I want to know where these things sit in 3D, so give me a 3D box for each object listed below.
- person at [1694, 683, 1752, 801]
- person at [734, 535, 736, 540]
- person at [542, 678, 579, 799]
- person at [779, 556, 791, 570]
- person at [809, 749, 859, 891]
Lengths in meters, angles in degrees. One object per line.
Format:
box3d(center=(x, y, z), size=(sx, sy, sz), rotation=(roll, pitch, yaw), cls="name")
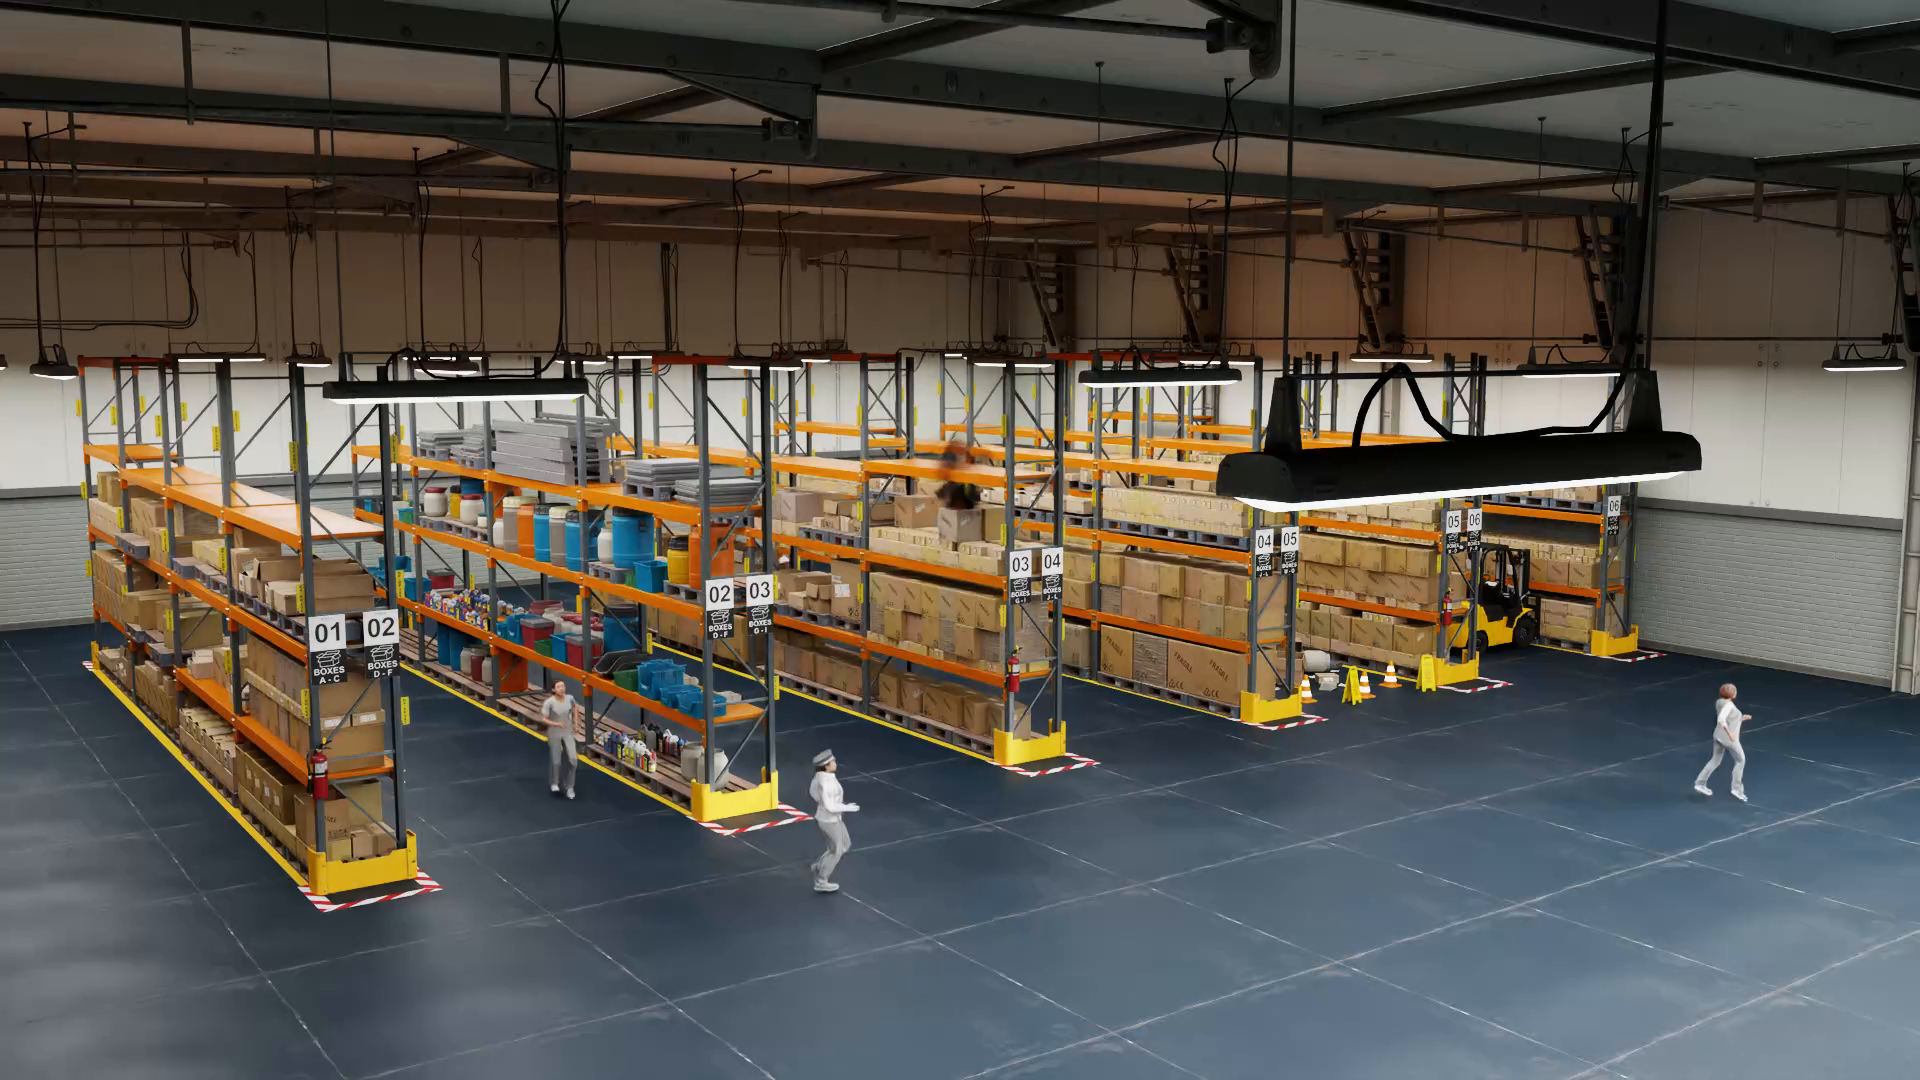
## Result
box3d(center=(10.484, 2.773, 22.801), size=(0.737, 1.643, 0.510), rotation=(-1, 7, -7), cls="person")
box3d(center=(-5.647, 0.705, 40.314), size=(0.663, 1.486, 0.486), rotation=(3, 7, 22), cls="person")
box3d(center=(-5.494, 2.741, 22.957), size=(0.576, 1.714, 0.705), rotation=(-4, 8, -32), cls="person")
box3d(center=(-3.612, 1.239, 34.866), size=(0.641, 1.800, 0.689), rotation=(-6, 9, -39), cls="person")
box3d(center=(-1.436, 3.198, 19.057), size=(0.542, 1.654, 0.603), rotation=(-1, 7, -10), cls="person")
